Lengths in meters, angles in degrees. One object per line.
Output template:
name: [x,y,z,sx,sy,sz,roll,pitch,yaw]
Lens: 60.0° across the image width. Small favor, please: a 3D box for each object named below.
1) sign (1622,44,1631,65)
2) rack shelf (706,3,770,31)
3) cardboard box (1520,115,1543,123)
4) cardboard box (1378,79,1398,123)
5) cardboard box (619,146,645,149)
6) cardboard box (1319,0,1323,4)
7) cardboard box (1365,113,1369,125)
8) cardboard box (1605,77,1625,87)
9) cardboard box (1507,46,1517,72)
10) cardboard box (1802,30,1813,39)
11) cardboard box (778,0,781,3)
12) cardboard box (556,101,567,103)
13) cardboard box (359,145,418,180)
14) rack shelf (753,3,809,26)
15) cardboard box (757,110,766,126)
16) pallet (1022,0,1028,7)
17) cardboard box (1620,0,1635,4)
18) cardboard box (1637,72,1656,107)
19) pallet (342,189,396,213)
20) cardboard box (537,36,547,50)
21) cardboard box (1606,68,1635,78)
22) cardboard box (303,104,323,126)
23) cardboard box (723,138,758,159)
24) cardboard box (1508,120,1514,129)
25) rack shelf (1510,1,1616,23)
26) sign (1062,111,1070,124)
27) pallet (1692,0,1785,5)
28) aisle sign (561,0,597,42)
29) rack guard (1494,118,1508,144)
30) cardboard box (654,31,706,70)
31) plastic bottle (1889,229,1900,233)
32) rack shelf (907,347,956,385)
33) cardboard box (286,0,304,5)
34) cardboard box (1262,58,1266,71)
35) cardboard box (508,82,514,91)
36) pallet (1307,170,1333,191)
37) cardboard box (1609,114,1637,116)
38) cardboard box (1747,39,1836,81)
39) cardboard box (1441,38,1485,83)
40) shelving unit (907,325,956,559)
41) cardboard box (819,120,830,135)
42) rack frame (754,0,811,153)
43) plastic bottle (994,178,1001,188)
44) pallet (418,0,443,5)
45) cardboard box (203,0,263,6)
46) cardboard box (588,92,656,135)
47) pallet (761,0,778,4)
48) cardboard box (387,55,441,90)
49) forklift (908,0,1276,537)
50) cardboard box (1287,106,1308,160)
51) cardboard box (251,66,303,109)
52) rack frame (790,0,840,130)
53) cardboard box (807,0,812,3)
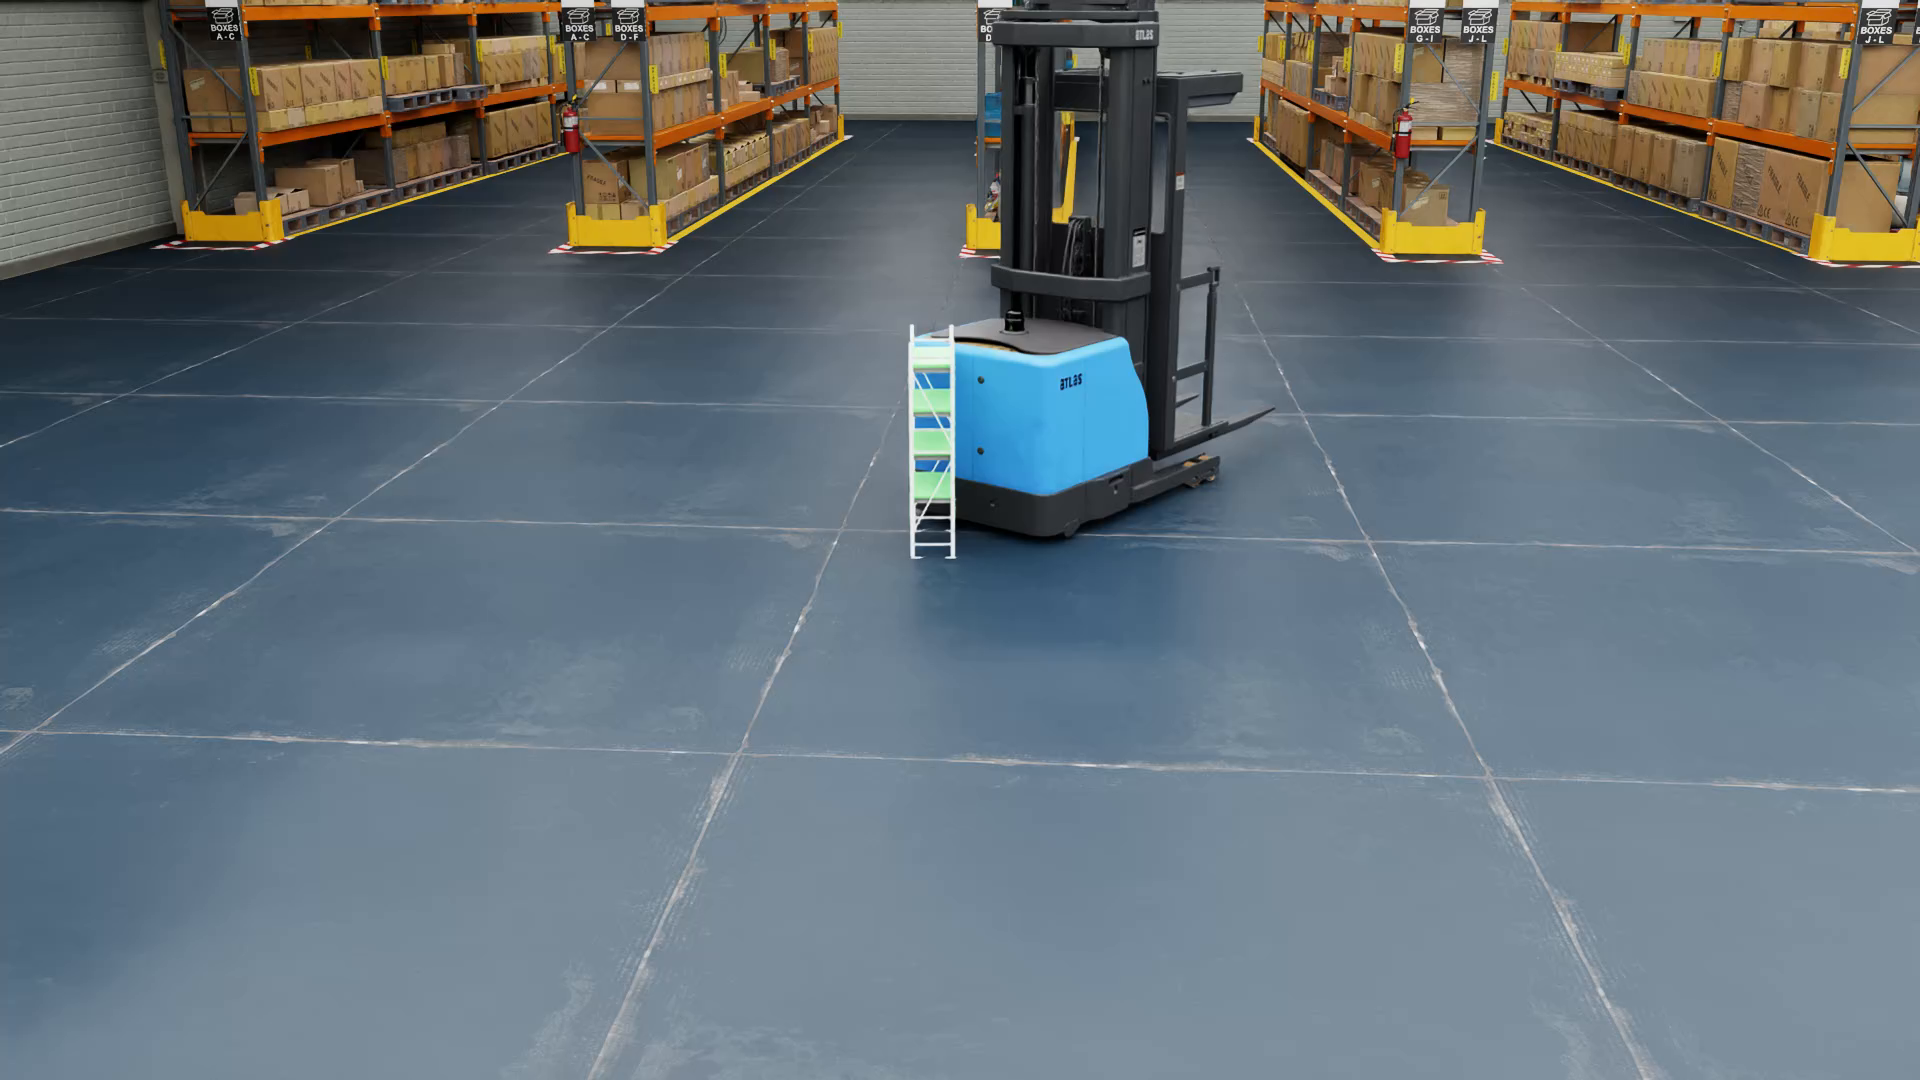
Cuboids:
sign: [10.622,-7.737,26.485,0.100,0.325,0.005,1,18,4]
rack shelf: [-3.799,-8.042,25.487,1.077,0.370,4.000,1,18,4]
cardboard box: [11.351,-8.344,33.018,0.380,0.149,0.250,2,18,6]
cardboard box: [5.634,-5.390,20.416,0.875,0.500,0.500,1,18,4]
cardboard box: [-4.360,-5.139,22.826,0.500,0.500,0.500,1,18,4]
cardboard box: [5.937,-8.571,26.187,0.500,0.250,0.500,2,18,5]
cardboard box: [5.557,-5.547,21.937,0.380,0.149,0.250,1,18,4]
cardboard box: [10.741,-7.459,27.098,0.380,0.149,0.250,2,18,5]
cardboard box: [11.430,-9.755,33.739,0.500,0.500,0.500,2,18,7]
cardboard box: [16.226,-9.369,31.433,0.500,0.500,0.500,2,18,5]
cardboard box: [-3.585,-9.509,28.647,0.910,0.500,0.500,1,18,4]
cardboard box: [-8.254,-8.923,34.137,0.380,0.149,0.250,1,18,4]
cardboard box: [-8.861,-5.858,25.793,0.700,0.500,0.500,1,18,3]
rack shelf: [-3.513,-9.284,29.278,1.077,0.370,4.000,1,18,4]
cardboard box: [-3.754,-7.588,29.867,0.500,0.250,0.500,1,18,3]
pallet: [0.868,-6.574,20.153,1.003,0.211,1.213,1,18,4]
cardboard box: [10.952,-8.871,26.701,0.500,0.500,0.500,1,18,4]
cardboard box: [10.829,-6.971,25.720,0.500,0.500,0.500,1,18,3]
pallet: [-8.897,-4.912,24.075,1.003,0.211,1.213,1,18,4]
cardboard box: [-8.089,-9.335,31.221,0.500,0.250,0.500,2,18,5]
cardboard box: [10.746,-7.600,27.052,0.380,0.149,0.250,2,18,5]
cardboard box: [-8.754,-5.607,21.925,0.500,0.250,0.500,1,18,3]
cardboard box: [-3.518,-6.252,26.528,0.500,0.311,0.500,1,18,4]
cardboard box: [11.368,-8.445,33.805,0.380,0.149,0.250,1,18,4]
rack shelf: [11.595,-10.162,31.957,1.077,0.370,4.000,1,18,4]
sign: [1.259,-5.101,19.729,0.100,0.325,0.005,1,18,4]
pallet: [10.894,-7.593,23.269,0.805,0.209,1.217,1,18,2]
aisle sign: [-4.527,-6.316,19.707,0.394,0.787,0.004,1,18,4]
rack guard: [11.732,-8.488,34.525,1.175,0.500,0.348,1,18,4]
cardboard box: [-3.968,-6.863,23.307,0.700,0.500,0.500,1,18,4]
plastic bottle: [12.168,-3.985,21.488,0.283,0.061,0.133,-5,19,-15]
rack shelf: [-0.153,-0.939,9.025,0.258,0.148,0.480,0,18,-1]
cardboard box: [-8.790,-7.112,21.302,0.500,0.500,0.500,2,18,6]
cardboard box: [6.494,-9.769,34.182,0.500,0.250,0.500,1,18,2]
cardboard box: [-8.244,-8.153,29.858,0.380,0.149,0.250,1,18,4]
pallet: [6.167,-5.789,26.752,1.003,0.211,1.213,1,18,4]
cardboard box: [11.576,-7.265,28.912,0.500,0.250,0.500,0,18,1]
cardboard box: [10.893,-6.270,21.766,0.875,0.550,0.550,1,18,4]
cardboard box: [5.962,-5.701,19.761,0.500,0.500,0.500,1,18,4]
shelving unit: [-0.153,-0.543,9.154,0.258,1.200,0.503,0,18,-1]
cardboard box: [-2.974,-8.498,34.249,0.500,0.250,0.500,1,18,4]
rack frame: [-3.369,-8.822,31.529,1.000,3.000,0.127,1,18,4]
plastic bottle: [0.482,-4.744,22.630,0.144,0.351,0.185,1,18,3]
pallet: [-8.662,-8.294,25.403,1.213,0.211,1.003,1,18,4]
cardboard box: [-8.897,-6.785,20.303,0.500,0.500,0.500,2,18,5]
cardboard box: [-4.183,-5.287,20.581,0.700,0.500,0.500,1,18,4]
pallet: [-3.616,-8.702,26.650,1.213,0.211,1.003,2,18,6]
cardboard box: [-8.688,-7.412,26.359,0.700,0.500,0.500,1,18,4]
forklift: [0.998,-1.801,10.212,1.130,2.935,3.031,14,23,36]
cardboard box: [6.366,-7.038,28.821,1.225,0.875,0.875,1,18,4]
cardboard box: [-8.791,-5.794,21.292,0.500,0.500,0.500,1,18,4]
rack frame: [-3.083,-10.064,35.320,1.000,3.000,0.127,1,18,4]
cardboard box: [-3.088,-10.321,31.529,0.500,0.250,0.500,1,18,4]
